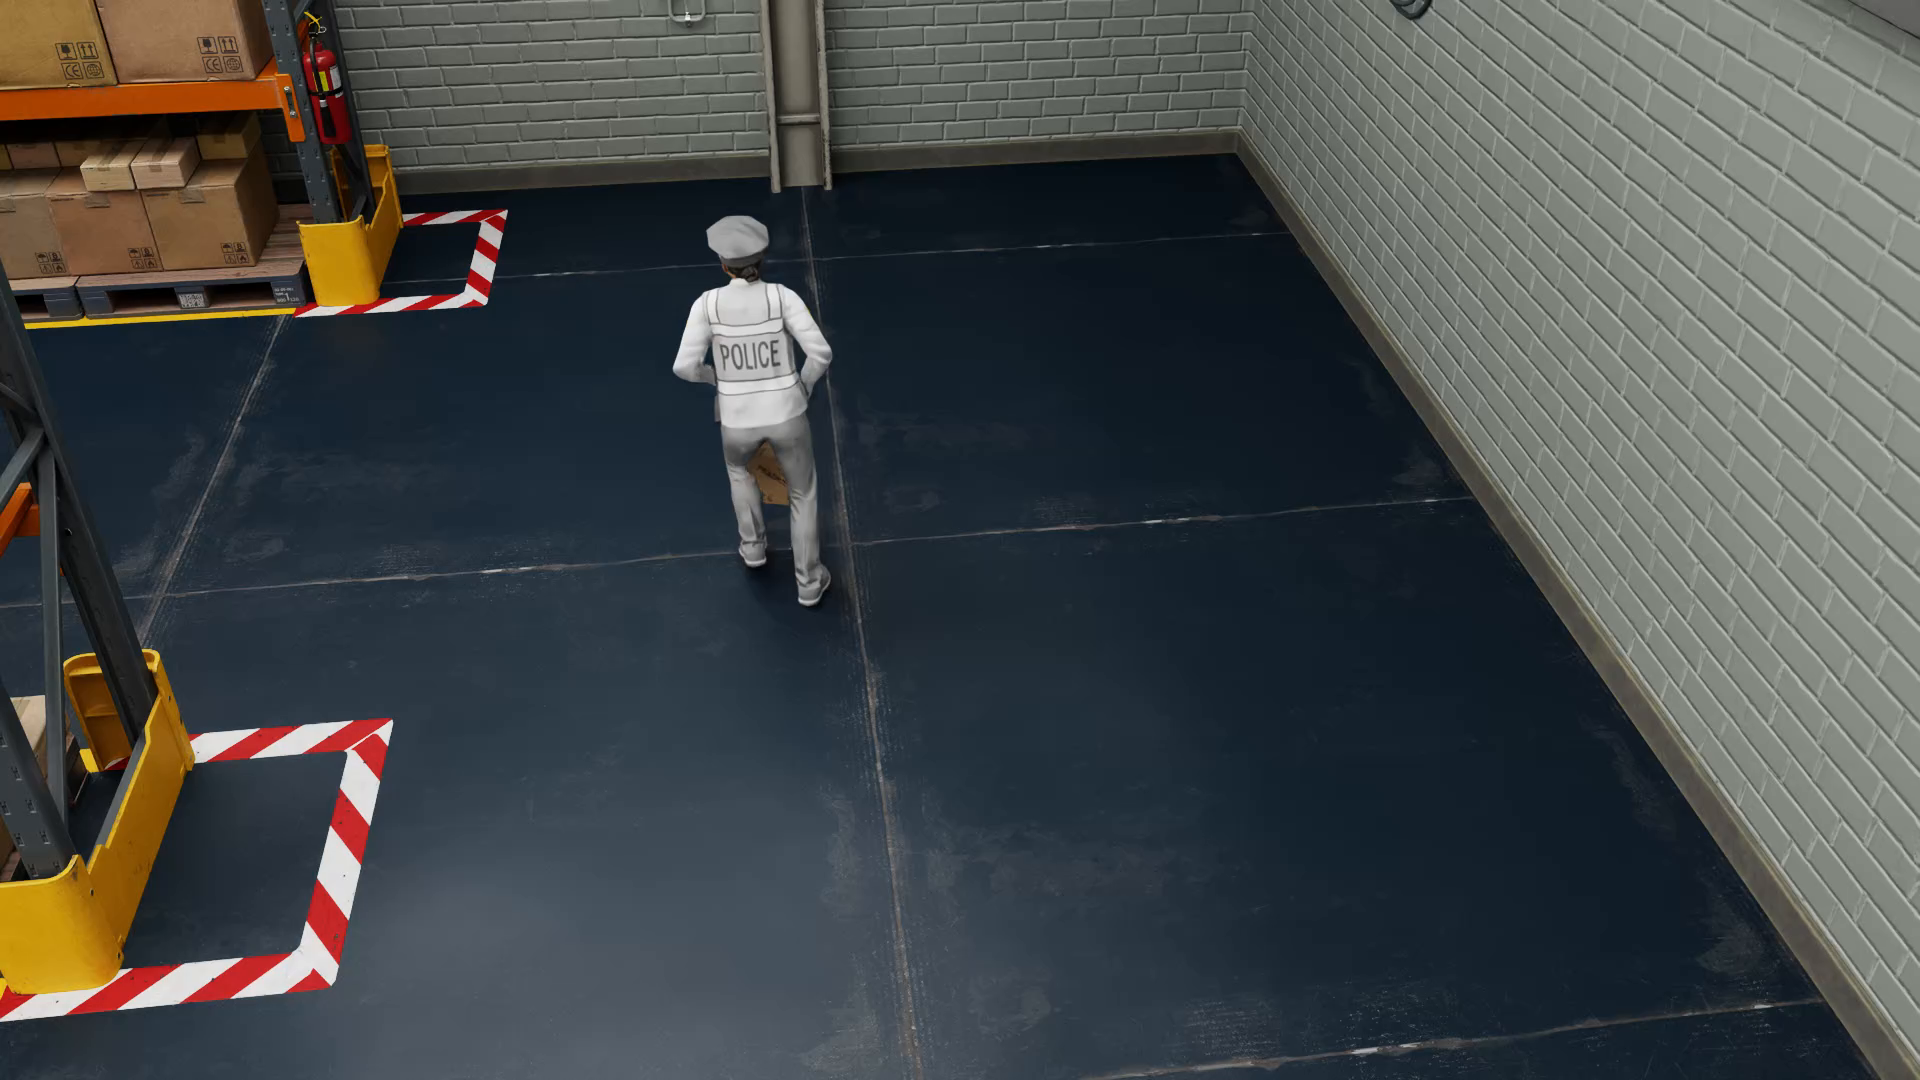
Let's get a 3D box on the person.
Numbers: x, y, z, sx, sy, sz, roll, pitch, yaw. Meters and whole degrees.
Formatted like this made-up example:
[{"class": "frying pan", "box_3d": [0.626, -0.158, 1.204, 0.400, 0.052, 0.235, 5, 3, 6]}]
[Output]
[{"class": "person", "box_3d": [-0.842, -0.508, 6.930, 0.648, 1.598, 0.572, -3, 35, -4]}]
